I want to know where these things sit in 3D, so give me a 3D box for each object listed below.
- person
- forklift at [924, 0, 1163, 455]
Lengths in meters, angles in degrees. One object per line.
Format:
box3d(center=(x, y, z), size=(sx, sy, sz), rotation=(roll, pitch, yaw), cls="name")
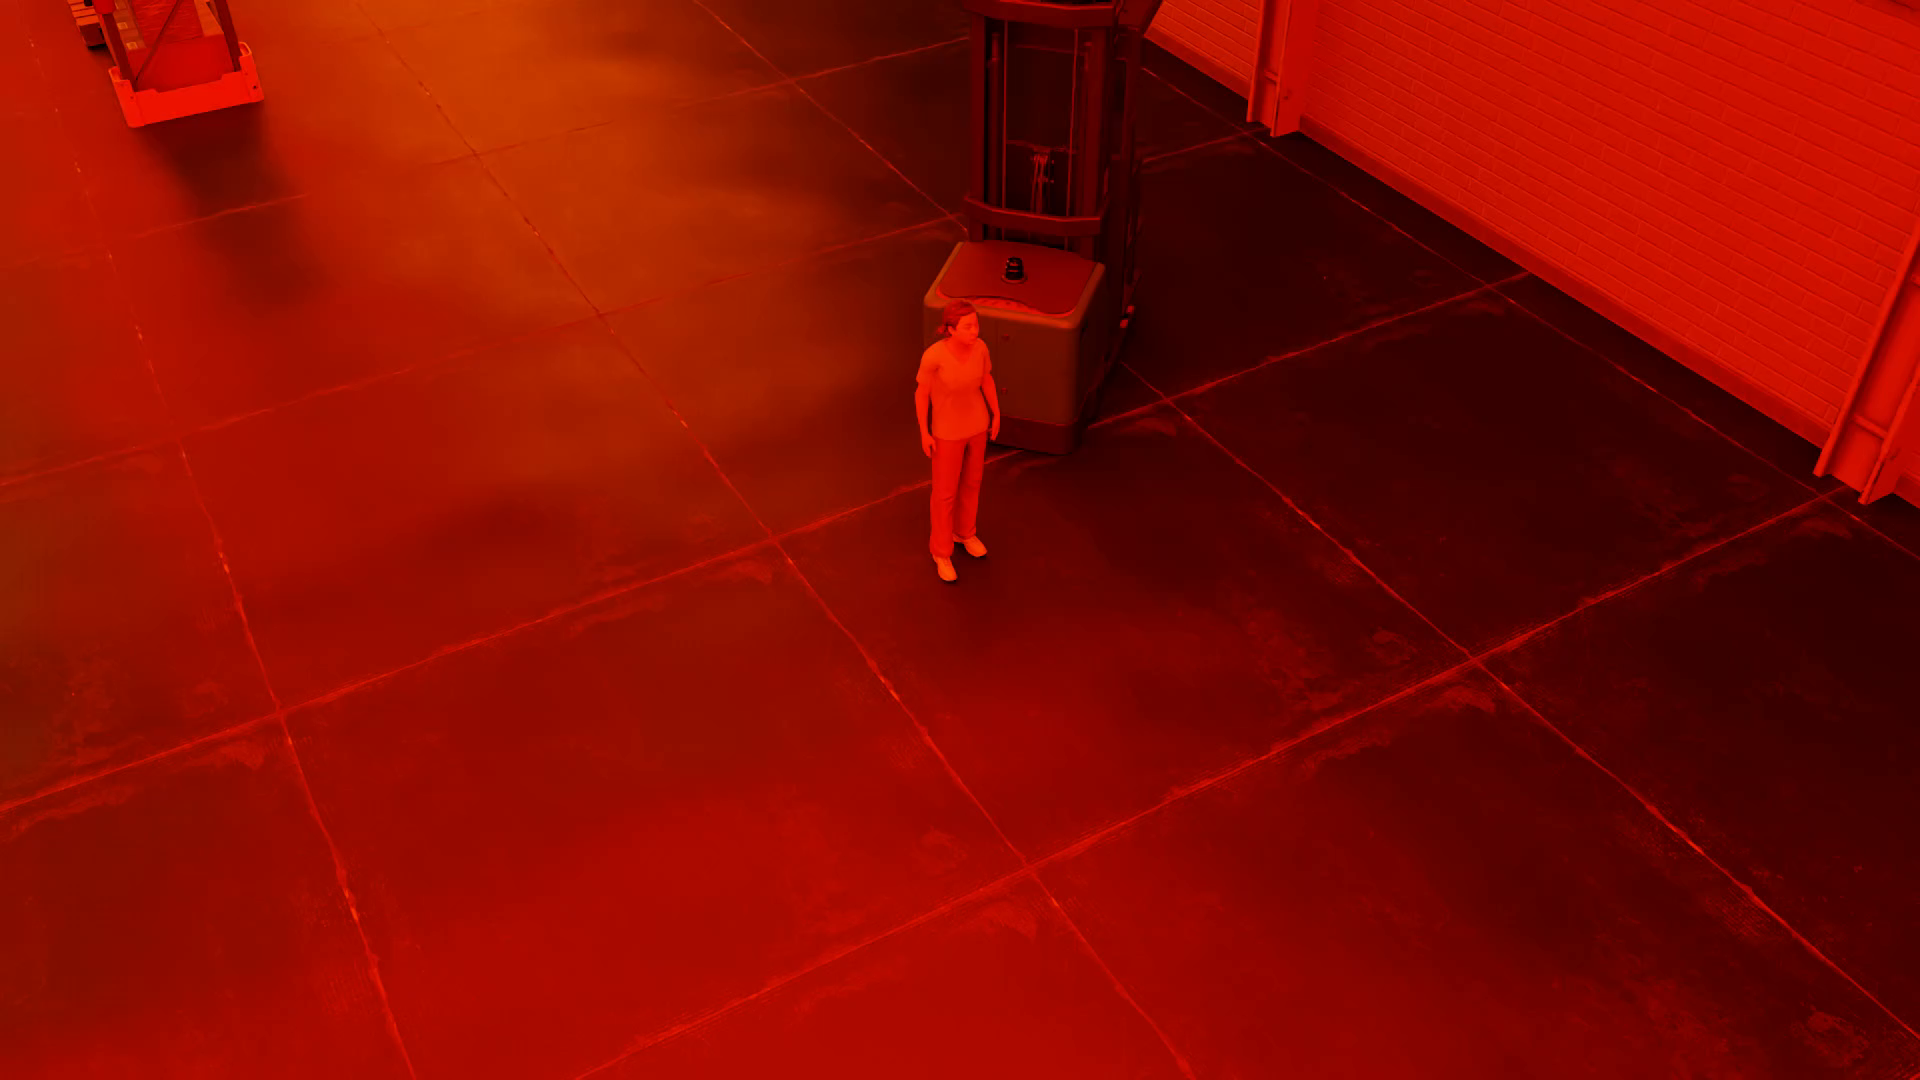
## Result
box3d(center=(0.027, -0.606, 9.738), size=(0.552, 1.674, 0.548), rotation=(-20, 44, -23), cls="person")
box3d(center=(0.674, -2.635, 11.213), size=(1.130, 2.935, 3.031), rotation=(11, 41, 13), cls="forklift")
